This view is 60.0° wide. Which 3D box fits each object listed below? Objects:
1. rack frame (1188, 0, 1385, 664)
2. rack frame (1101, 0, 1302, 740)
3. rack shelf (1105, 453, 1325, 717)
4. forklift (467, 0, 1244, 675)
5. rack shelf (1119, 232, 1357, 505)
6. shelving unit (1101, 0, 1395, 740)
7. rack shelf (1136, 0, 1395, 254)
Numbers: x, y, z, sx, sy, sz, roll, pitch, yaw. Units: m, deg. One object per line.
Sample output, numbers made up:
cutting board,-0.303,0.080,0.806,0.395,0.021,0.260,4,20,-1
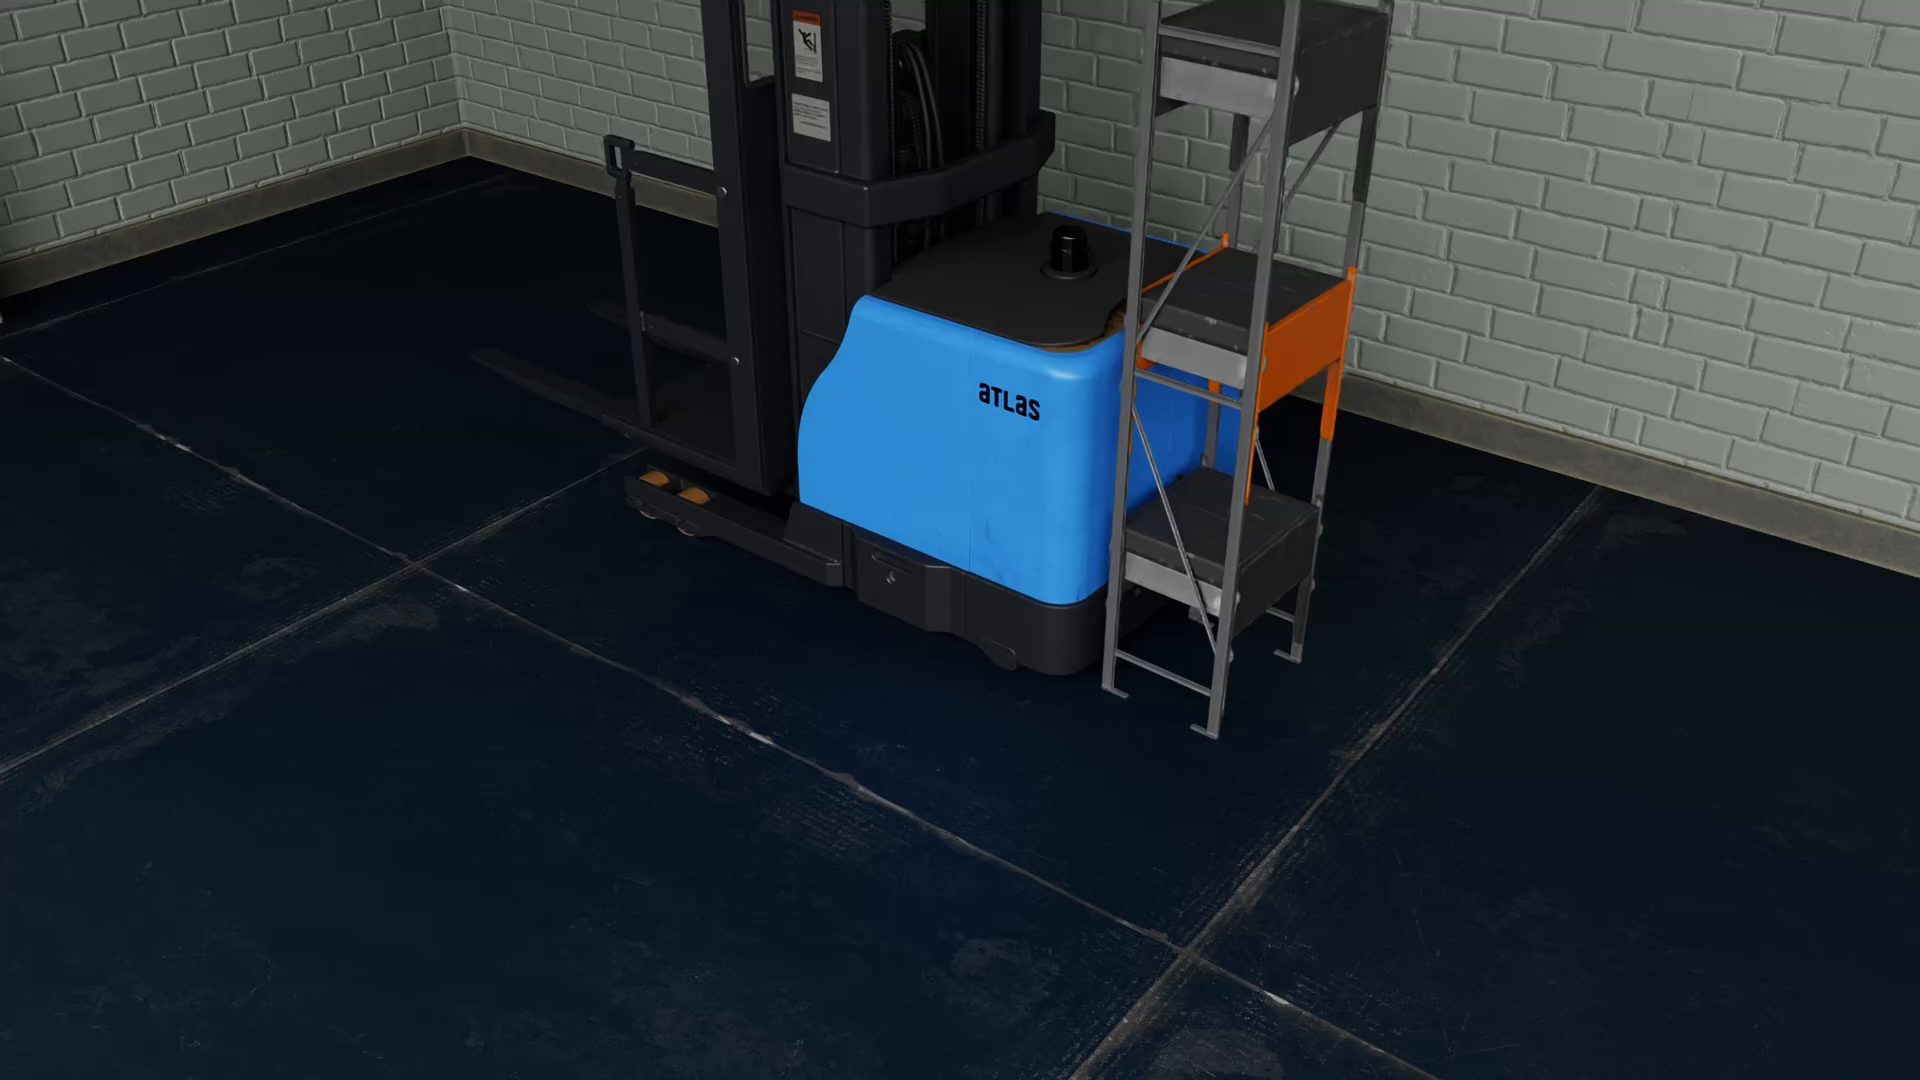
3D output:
rack frame,0.900,-0.586,4.674,0.400,2.100,0.015,23,38,32
rack frame,0.595,-0.392,4.346,0.400,2.100,0.015,23,38,32
rack shelf,0.741,0.122,4.879,0.431,0.518,0.480,23,38,32
forklift,-0.553,-1.463,5.344,3.031,2.935,1.130,22,37,32
rack shelf,0.747,-0.477,4.517,0.431,0.518,0.480,23,38,32
shelving unit,0.747,-0.489,4.510,0.431,2.100,0.503,23,38,32
rack shelf,0.754,-1.077,4.155,0.431,0.518,0.480,23,38,32
